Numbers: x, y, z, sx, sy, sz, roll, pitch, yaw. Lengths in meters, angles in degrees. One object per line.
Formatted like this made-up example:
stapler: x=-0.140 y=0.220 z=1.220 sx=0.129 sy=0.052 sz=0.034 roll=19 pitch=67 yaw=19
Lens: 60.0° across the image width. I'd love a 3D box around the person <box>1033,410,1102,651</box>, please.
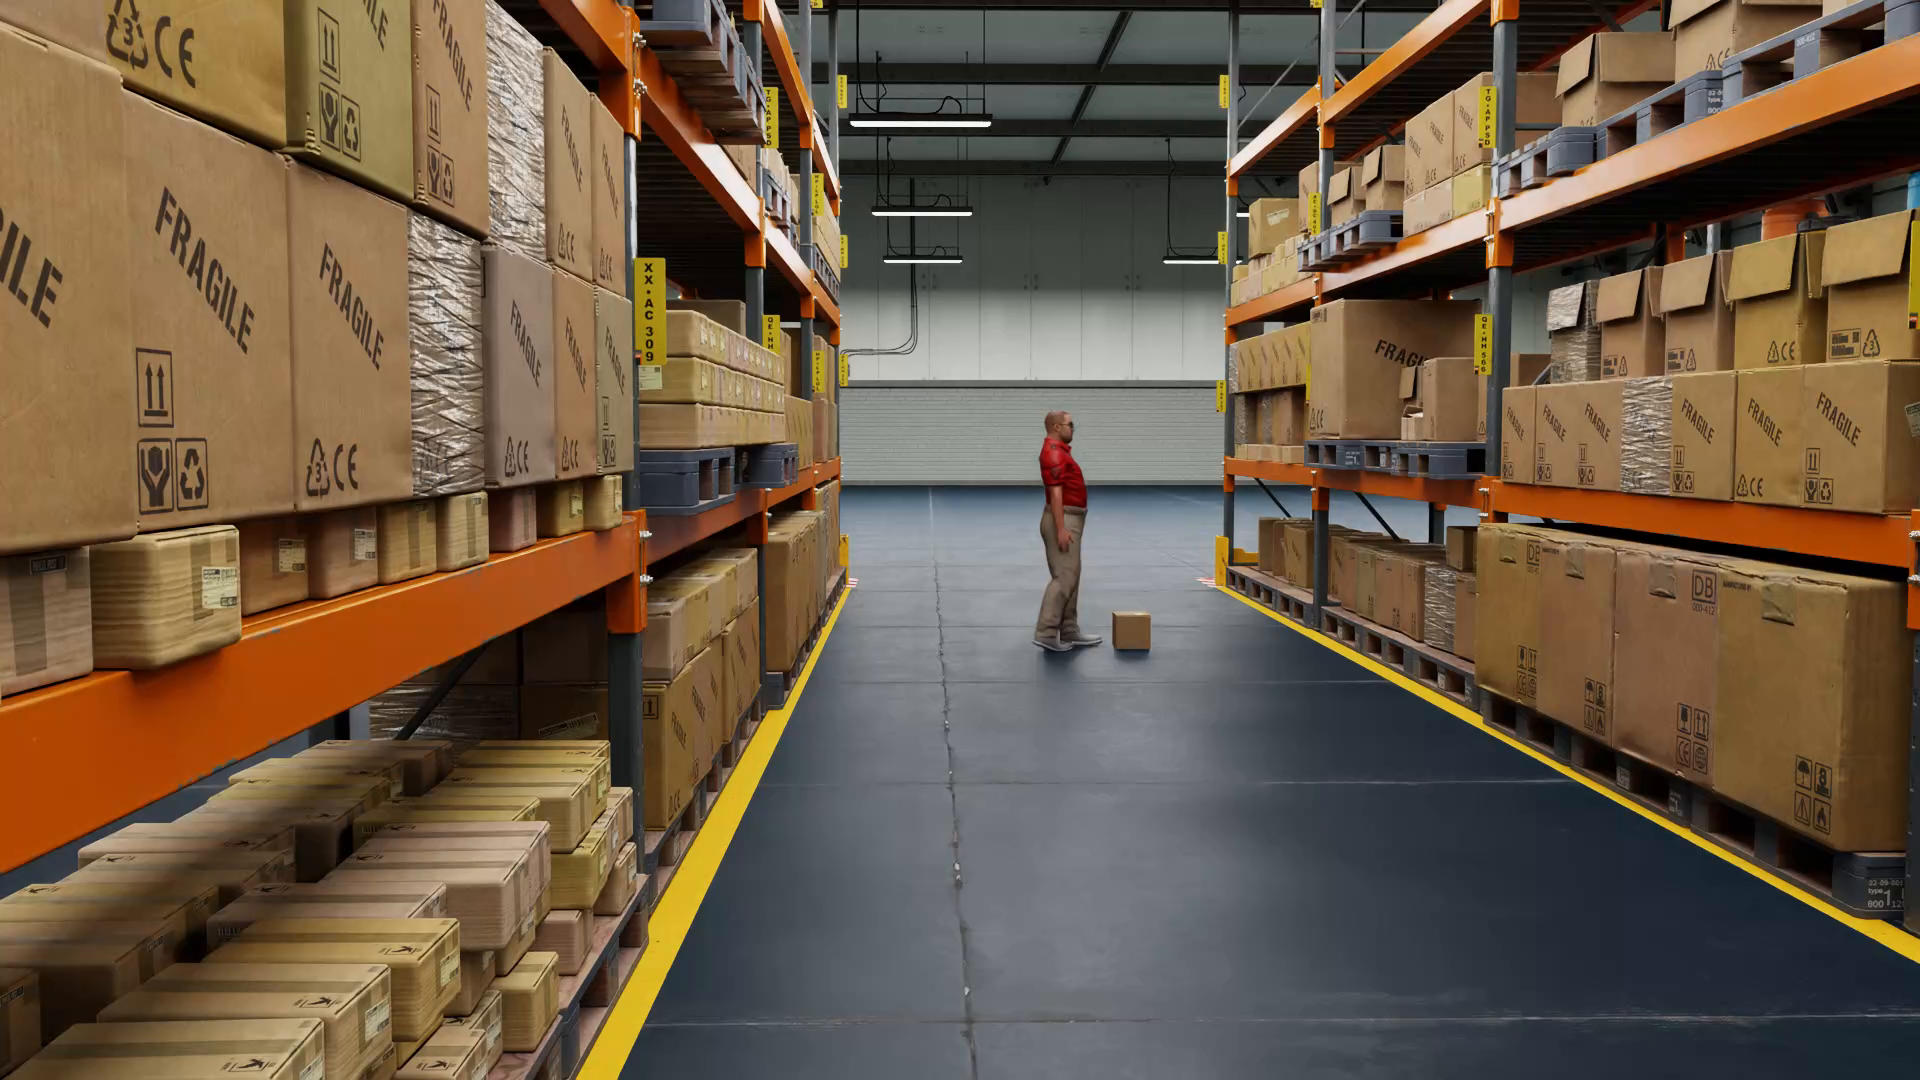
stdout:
person: x=0.784 y=-0.065 z=12.064 sx=0.527 sy=1.756 sz=0.547 roll=0 pitch=4 yaw=0
